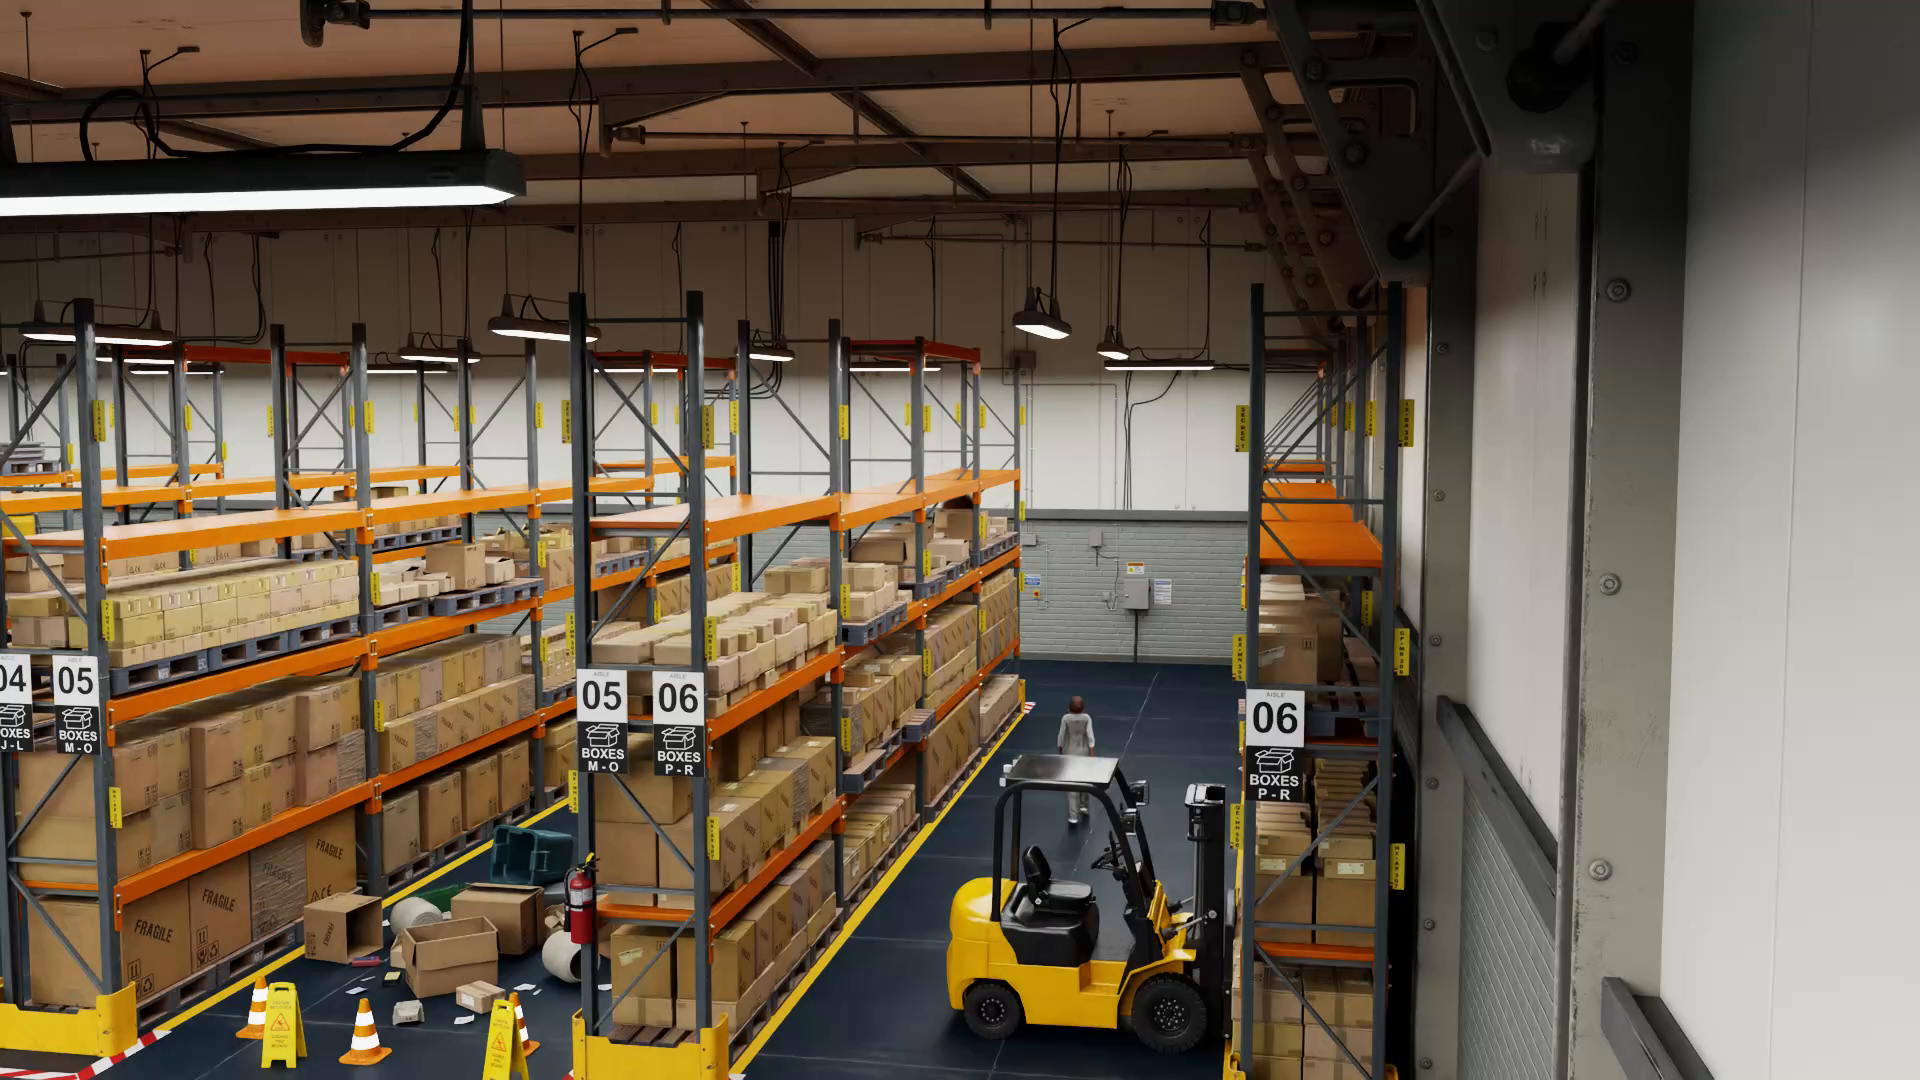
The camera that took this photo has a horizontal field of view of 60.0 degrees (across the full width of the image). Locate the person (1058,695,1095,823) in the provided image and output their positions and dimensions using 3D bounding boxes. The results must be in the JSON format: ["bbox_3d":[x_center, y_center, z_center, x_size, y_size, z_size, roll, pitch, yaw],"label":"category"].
[{"bbox_3d":[1.450,2.698,20.740,0.468,1.559,0.876,0,5,6],"label":"person"}]
